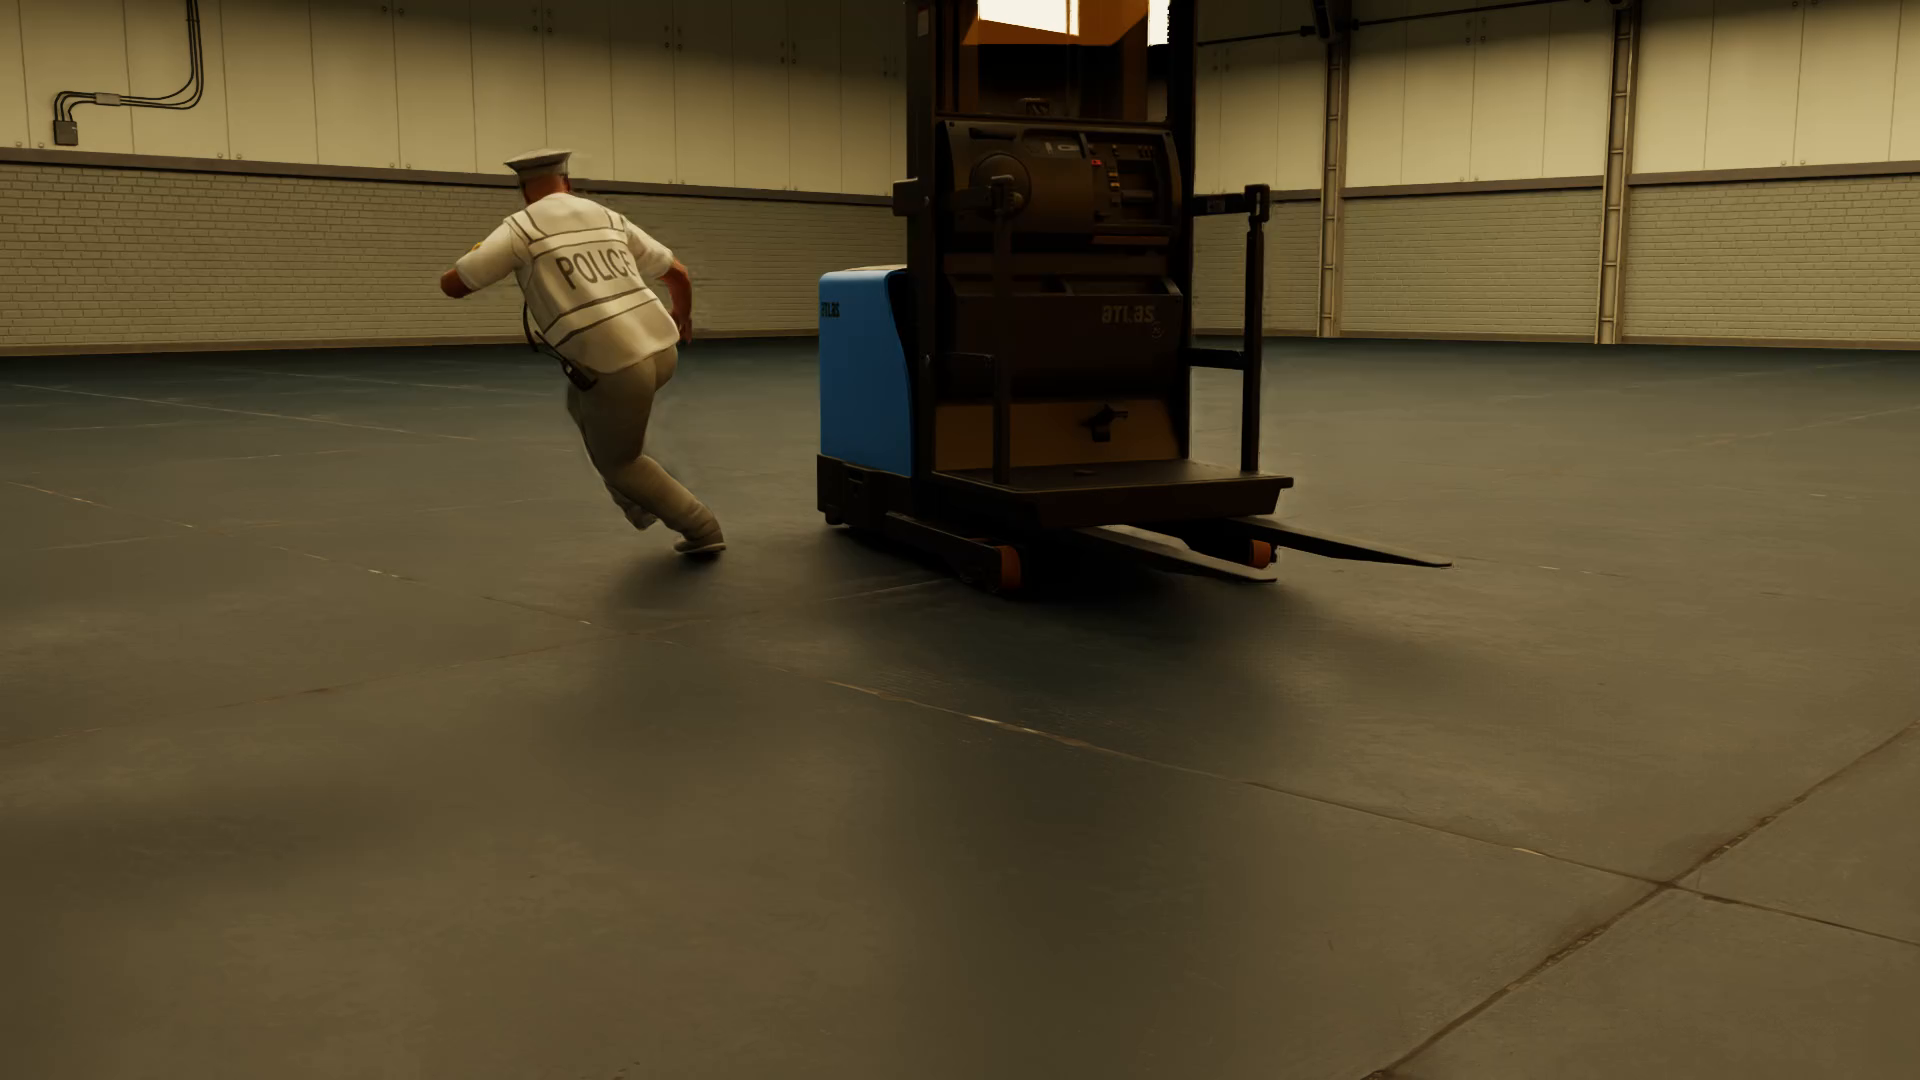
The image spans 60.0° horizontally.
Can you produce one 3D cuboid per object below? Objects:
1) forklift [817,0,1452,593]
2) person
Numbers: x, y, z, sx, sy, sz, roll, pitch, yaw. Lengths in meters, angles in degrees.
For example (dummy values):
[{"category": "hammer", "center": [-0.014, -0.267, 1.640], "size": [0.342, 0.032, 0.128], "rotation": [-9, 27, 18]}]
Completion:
[{"category": "forklift", "center": [0.472, -1.344, 5.800], "size": [1.130, 2.935, 3.031], "rotation": [-4, 9, -25]}, {"category": "person", "center": [-1.362, -0.670, 6.167], "size": [0.918, 1.521, 0.990], "rotation": [6, 11, 36]}]
